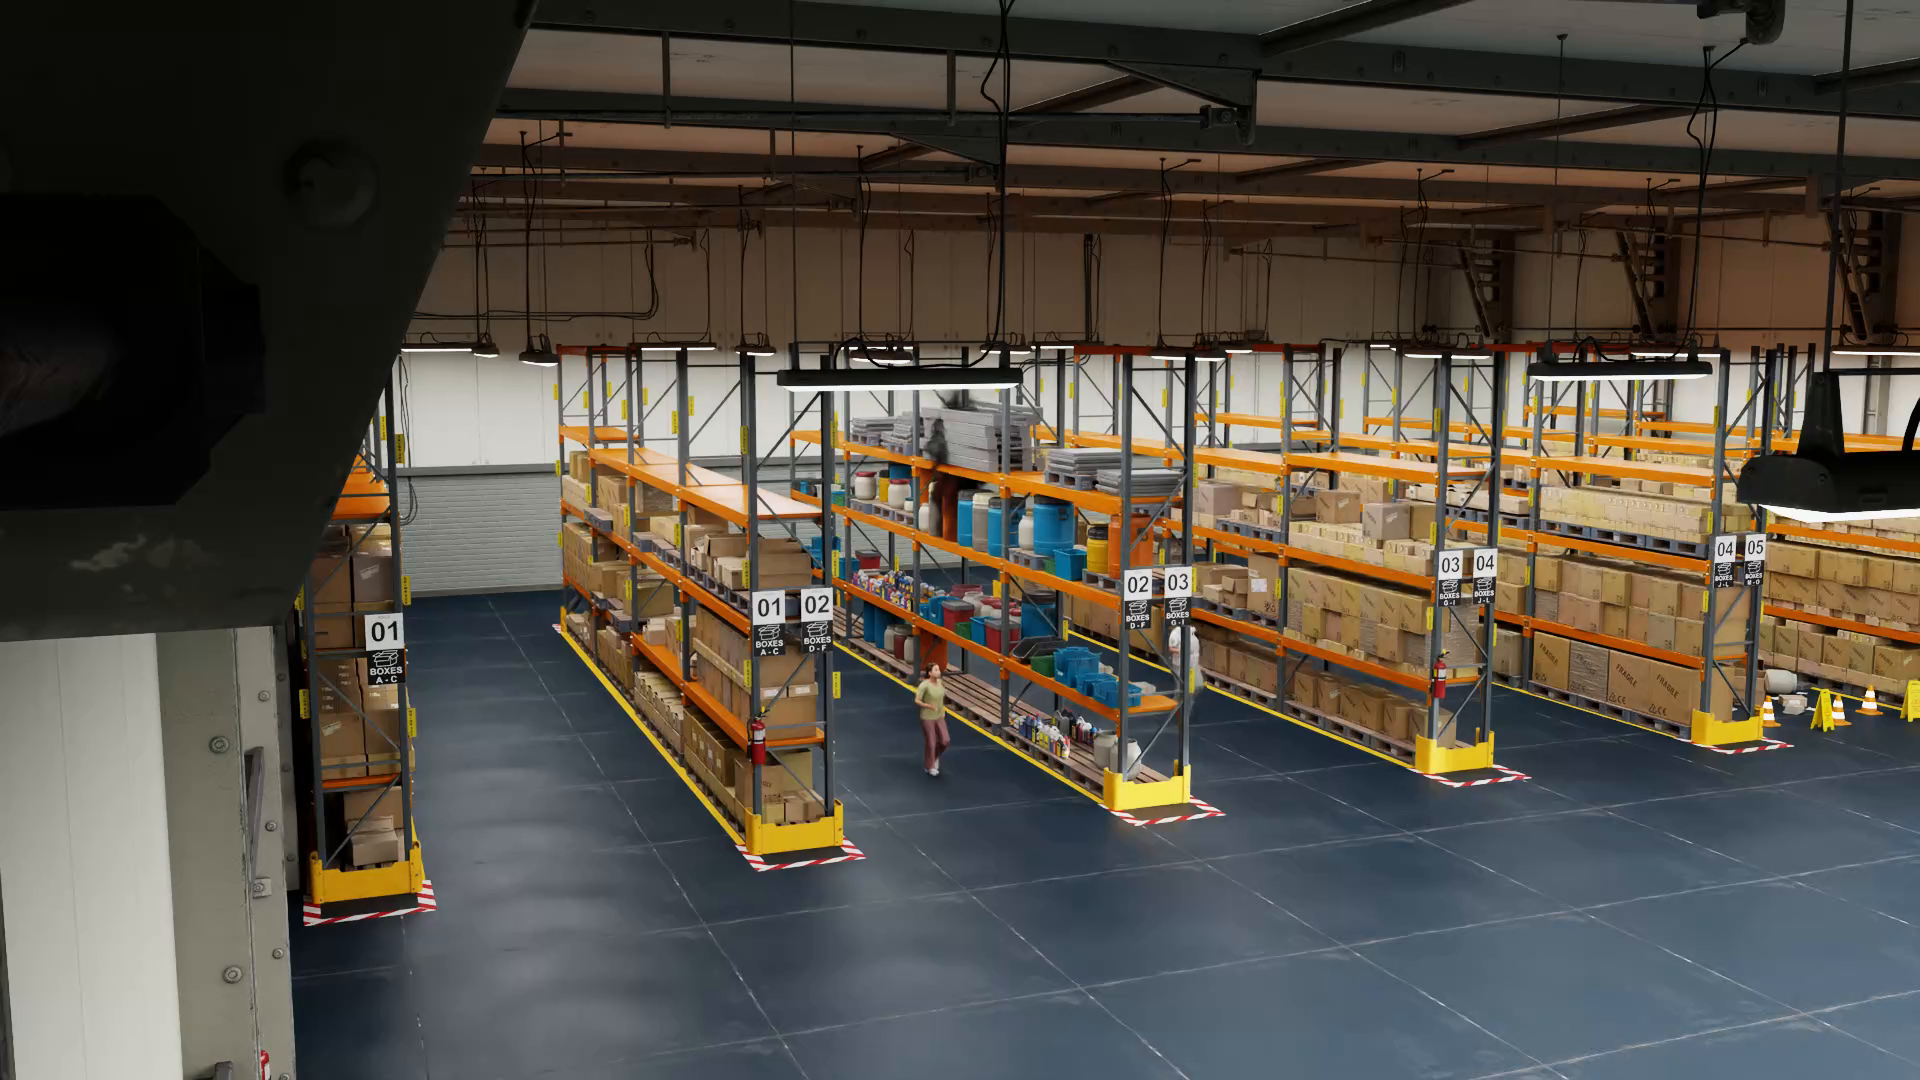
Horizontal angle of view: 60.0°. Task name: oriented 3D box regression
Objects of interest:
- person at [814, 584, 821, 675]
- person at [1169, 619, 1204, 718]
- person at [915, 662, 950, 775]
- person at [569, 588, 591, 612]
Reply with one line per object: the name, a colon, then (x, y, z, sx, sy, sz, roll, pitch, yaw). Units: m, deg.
person: (-2.616, 1.642, 30.431, 0.585, 1.694, 0.649, -3, 8, -24)
person: (3.714, 2.036, 27.061, 0.645, 1.797, 0.661, -3, 8, -25)
person: (-0.375, 2.534, 23.543, 0.562, 1.636, 0.539, -6, 9, -37)
person: (-8.178, 0.954, 35.985, 0.737, 1.699, 0.566, -2, 8, -15)
